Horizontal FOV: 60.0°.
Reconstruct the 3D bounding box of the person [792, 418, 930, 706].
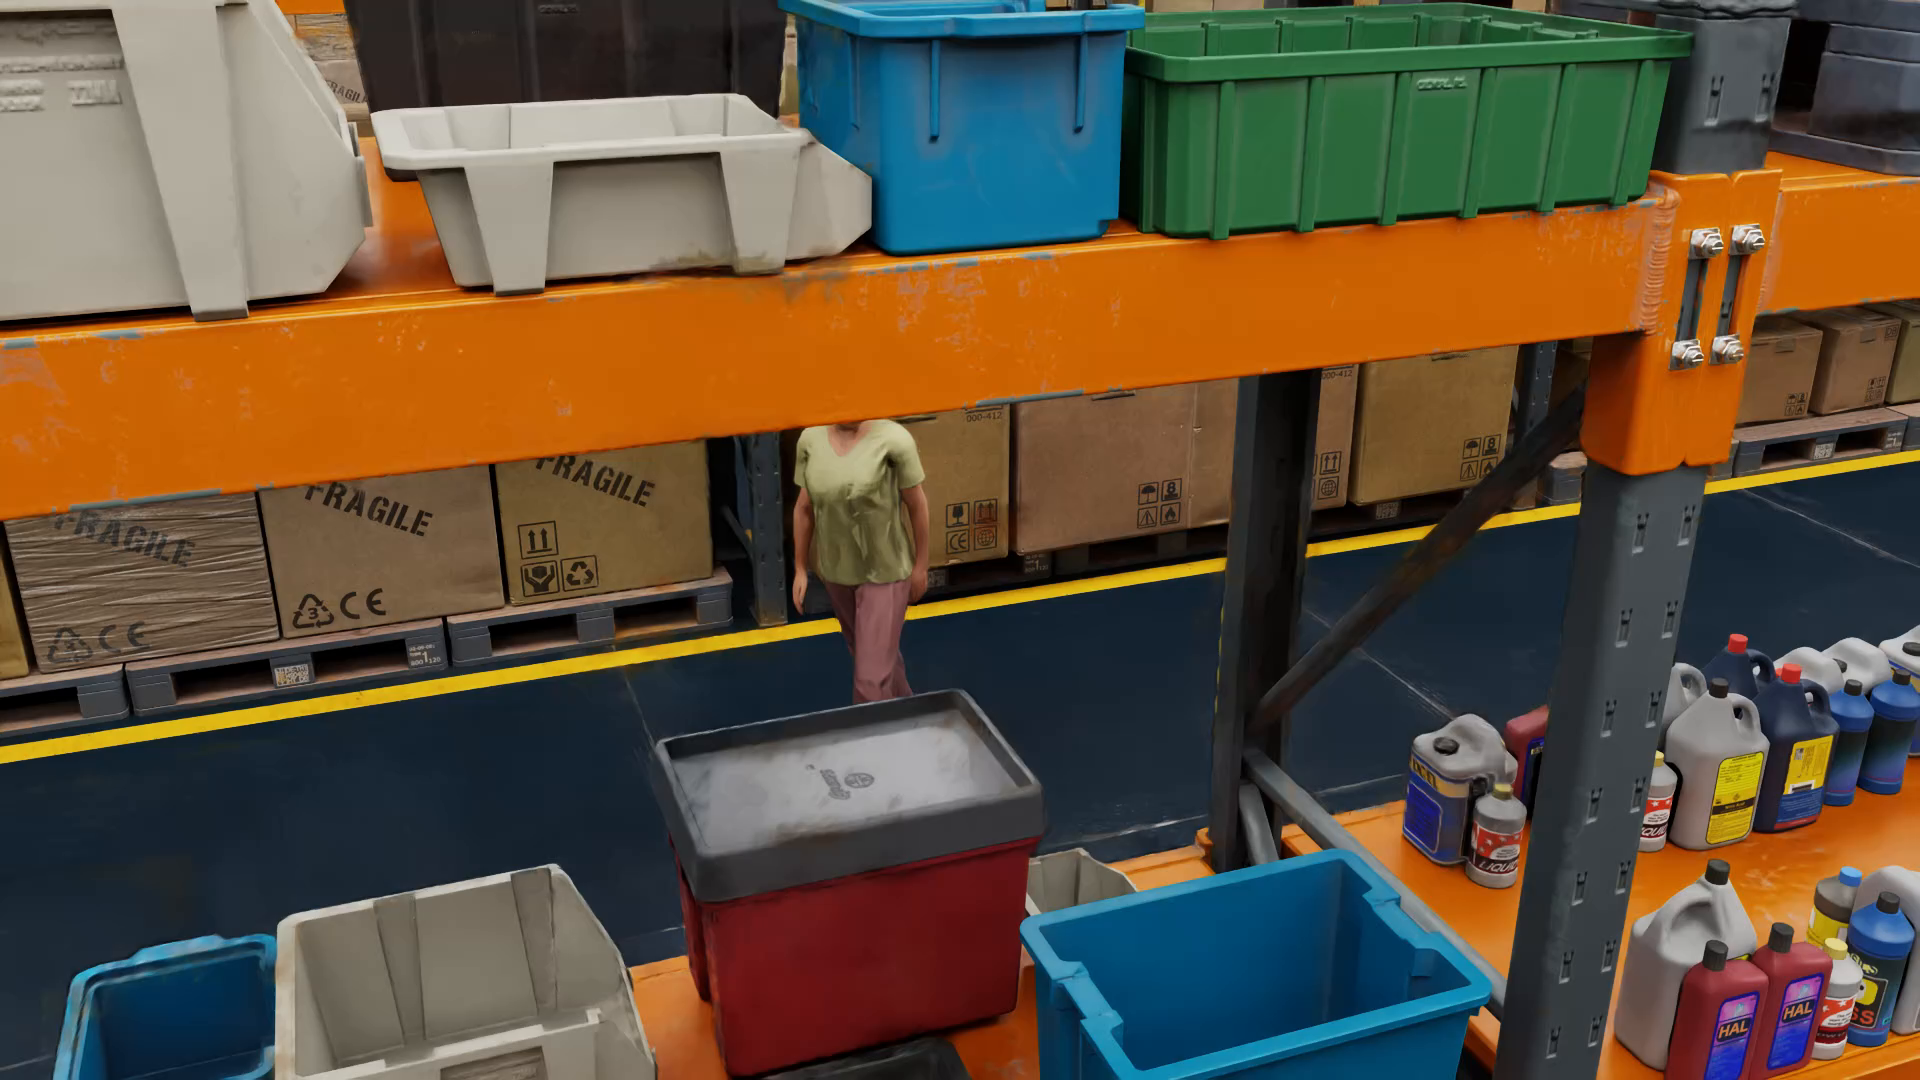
[{"bbox_3d":[-0.355,0.128,5.783,0.461,1.674,0.780,11,25,24],"label":"person"}]
